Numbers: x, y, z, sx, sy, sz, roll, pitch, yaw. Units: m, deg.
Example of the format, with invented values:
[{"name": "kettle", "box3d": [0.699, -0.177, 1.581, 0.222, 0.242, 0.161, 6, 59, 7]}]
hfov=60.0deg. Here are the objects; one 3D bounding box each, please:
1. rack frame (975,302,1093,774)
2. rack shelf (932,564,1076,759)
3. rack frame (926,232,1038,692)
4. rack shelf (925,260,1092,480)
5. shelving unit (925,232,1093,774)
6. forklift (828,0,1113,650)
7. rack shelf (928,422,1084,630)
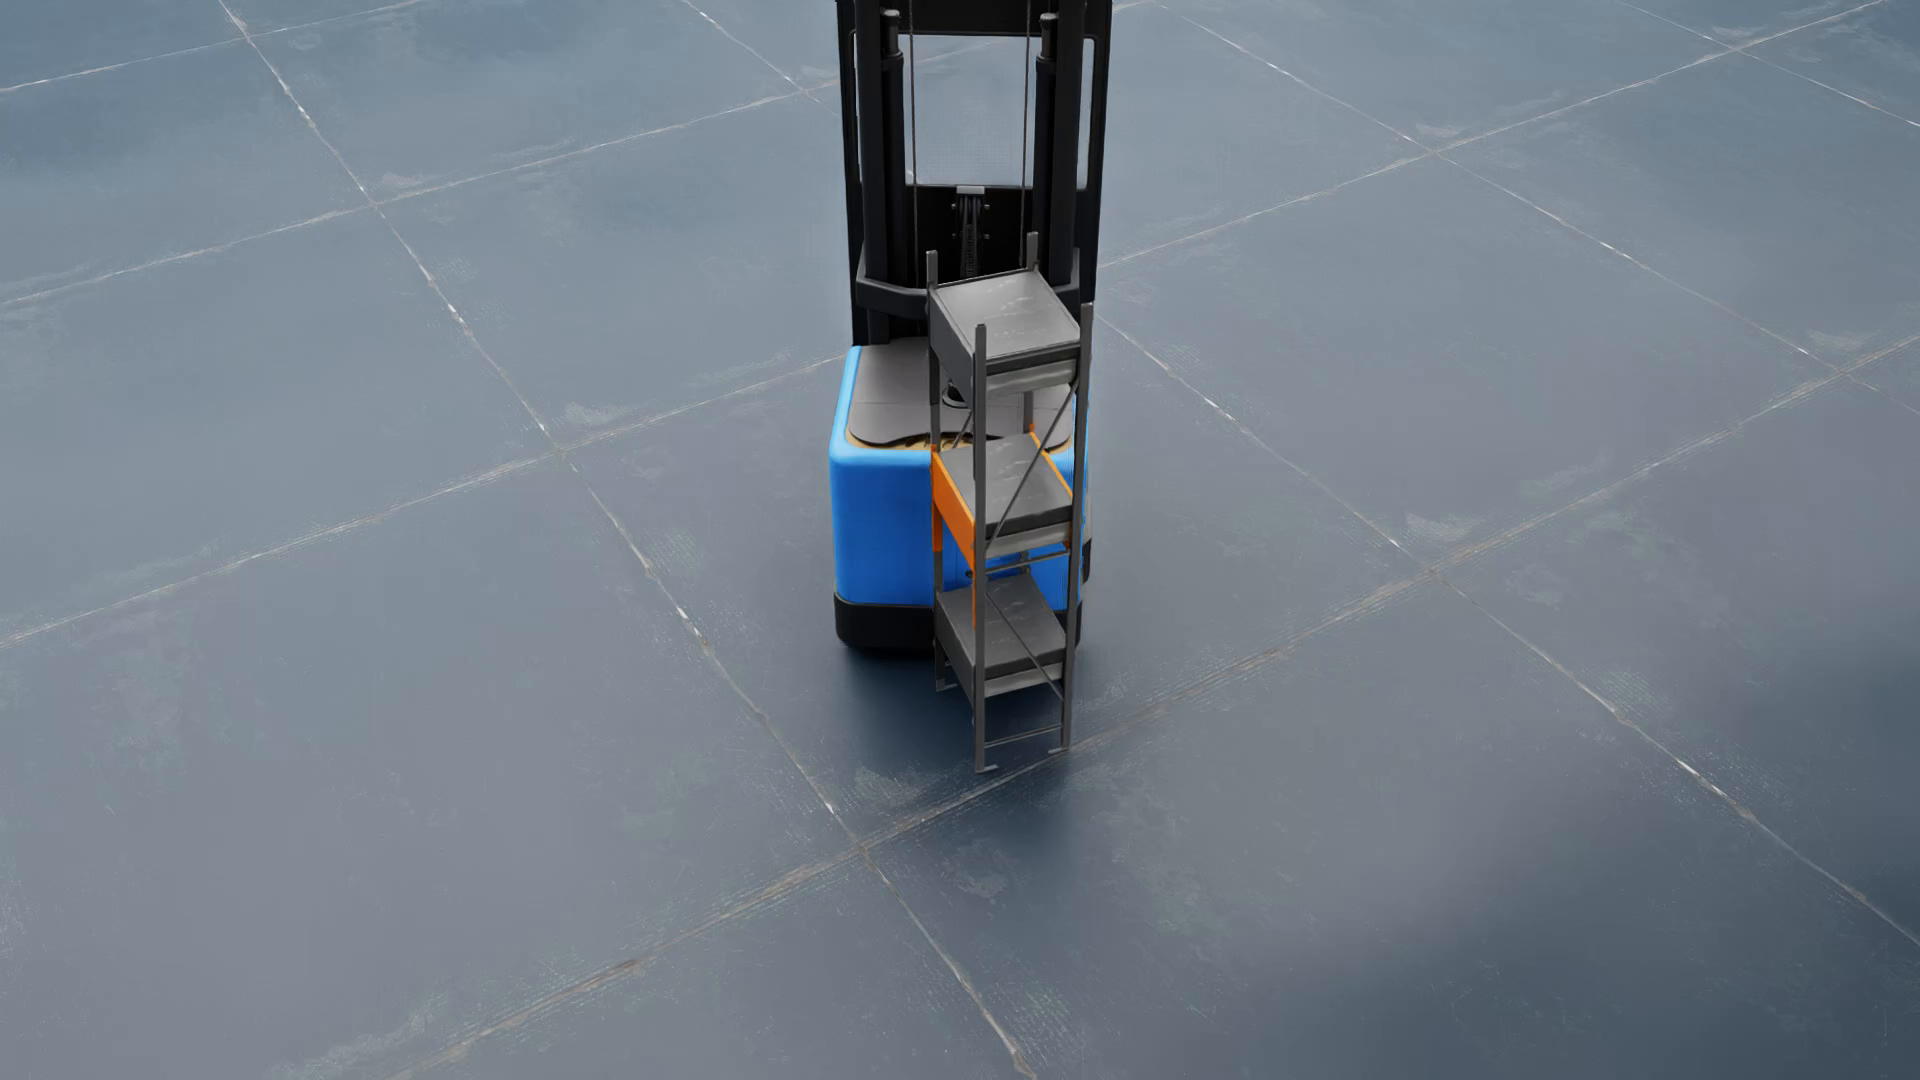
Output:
[{"name": "rack frame", "box3d": [0.245, 0.082, 6.009, 0.400, 2.100, 0.015, -13, 42, -14]}, {"name": "rack shelf", "box3d": [0.170, 0.482, 6.644, 0.431, 0.518, 0.480, -13, 42, -14]}, {"name": "rack frame", "box3d": [0.084, -0.213, 6.363, 0.400, 2.100, 0.015, -13, 42, -14]}, {"name": "rack shelf", "box3d": [0.160, -0.592, 5.745, 0.431, 0.518, 0.480, -13, 42, -14]}, {"name": "shelving unit", "box3d": [0.165, -0.065, 6.186, 0.431, 2.100, 0.503, -13, 42, -14]}, {"name": "forklift", "box3d": [0.071, -1.569, 7.343, 1.130, 2.935, 3.031, 2, 40, 3]}, {"name": "rack shelf", "box3d": [0.165, -0.055, 6.194, 0.431, 0.518, 0.480, -13, 42, -14]}]
